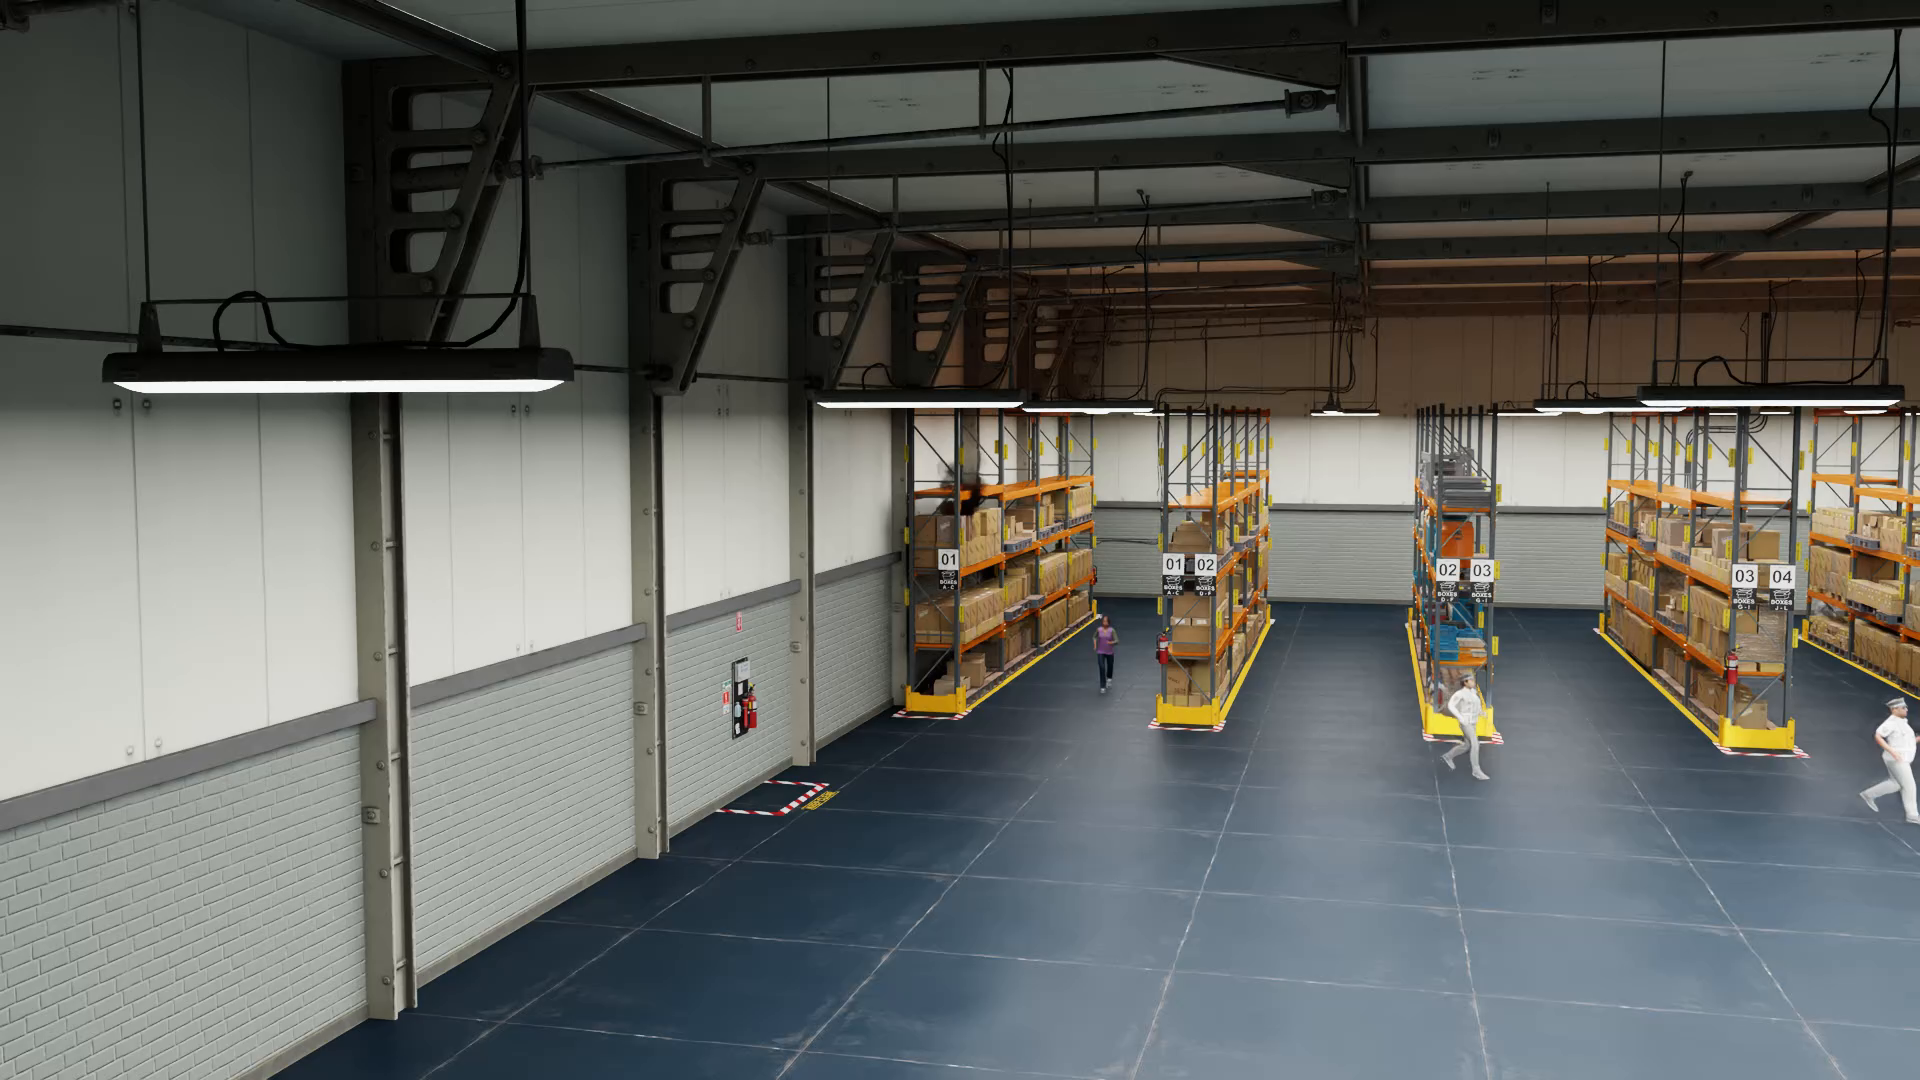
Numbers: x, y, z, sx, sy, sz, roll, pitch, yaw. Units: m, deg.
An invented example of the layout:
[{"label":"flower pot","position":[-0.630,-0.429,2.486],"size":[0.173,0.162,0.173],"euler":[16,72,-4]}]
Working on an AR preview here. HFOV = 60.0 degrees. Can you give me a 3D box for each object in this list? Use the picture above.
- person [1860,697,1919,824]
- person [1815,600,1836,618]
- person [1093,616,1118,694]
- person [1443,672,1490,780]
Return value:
[{"label":"person","position":[13.325,3.104,23.645],"size":[0.963,1.755,0.671],"euler":[4,5,41]},{"label":"person","position":[23.124,1.600,44.469],"size":[0.715,1.771,0.858],"euler":[-2,5,-31]},{"label":"person","position":[3.043,2.380,34.832],"size":[0.543,1.575,0.878],"euler":[0,4,7]},{"label":"person","position":[8.089,2.941,26.583],"size":[0.847,1.692,0.623],"euler":[4,6,44]}]
